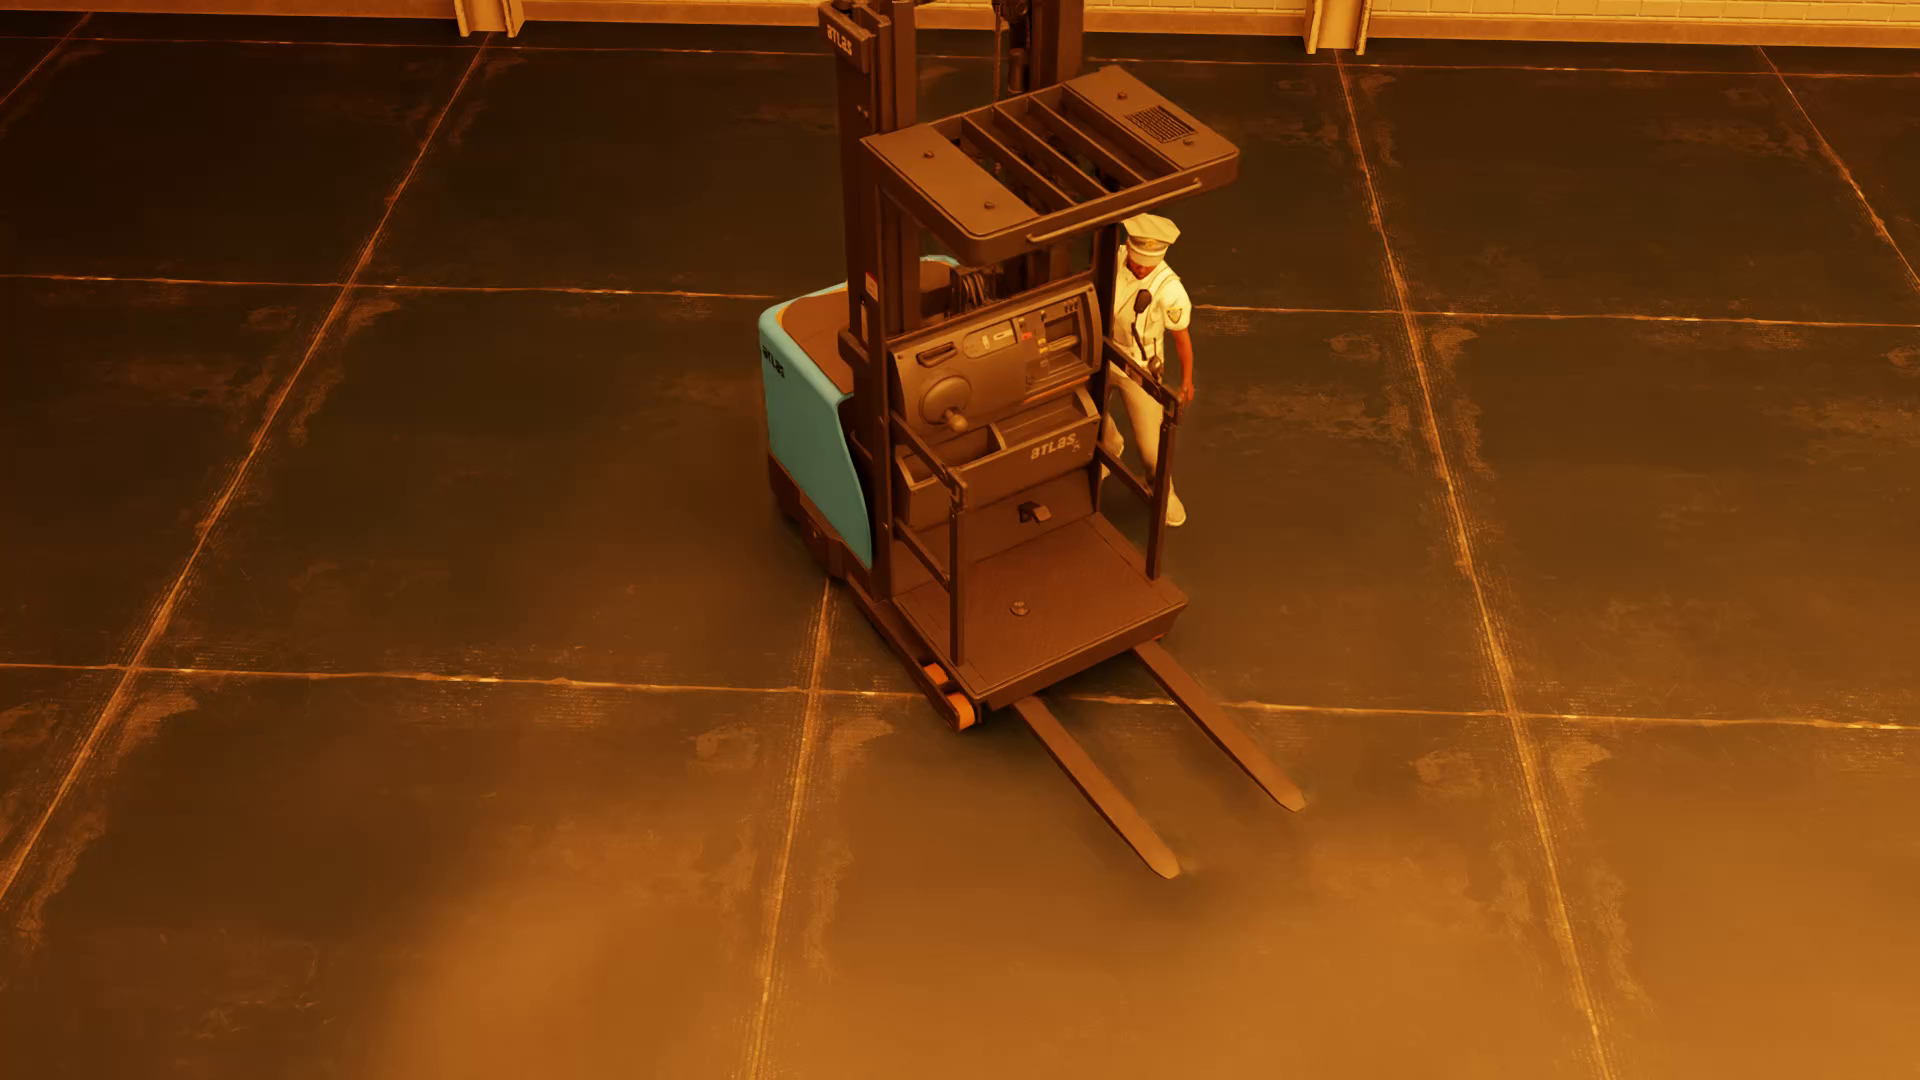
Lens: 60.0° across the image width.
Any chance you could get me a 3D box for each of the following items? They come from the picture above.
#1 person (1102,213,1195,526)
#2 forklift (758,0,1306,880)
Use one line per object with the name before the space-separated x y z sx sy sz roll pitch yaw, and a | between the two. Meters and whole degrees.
person | 0.776 -0.838 7.684 0.817 1.635 0.455 26 48 26
forklift | 0.273 -0.640 6.443 1.130 2.935 3.031 -22 47 -23
